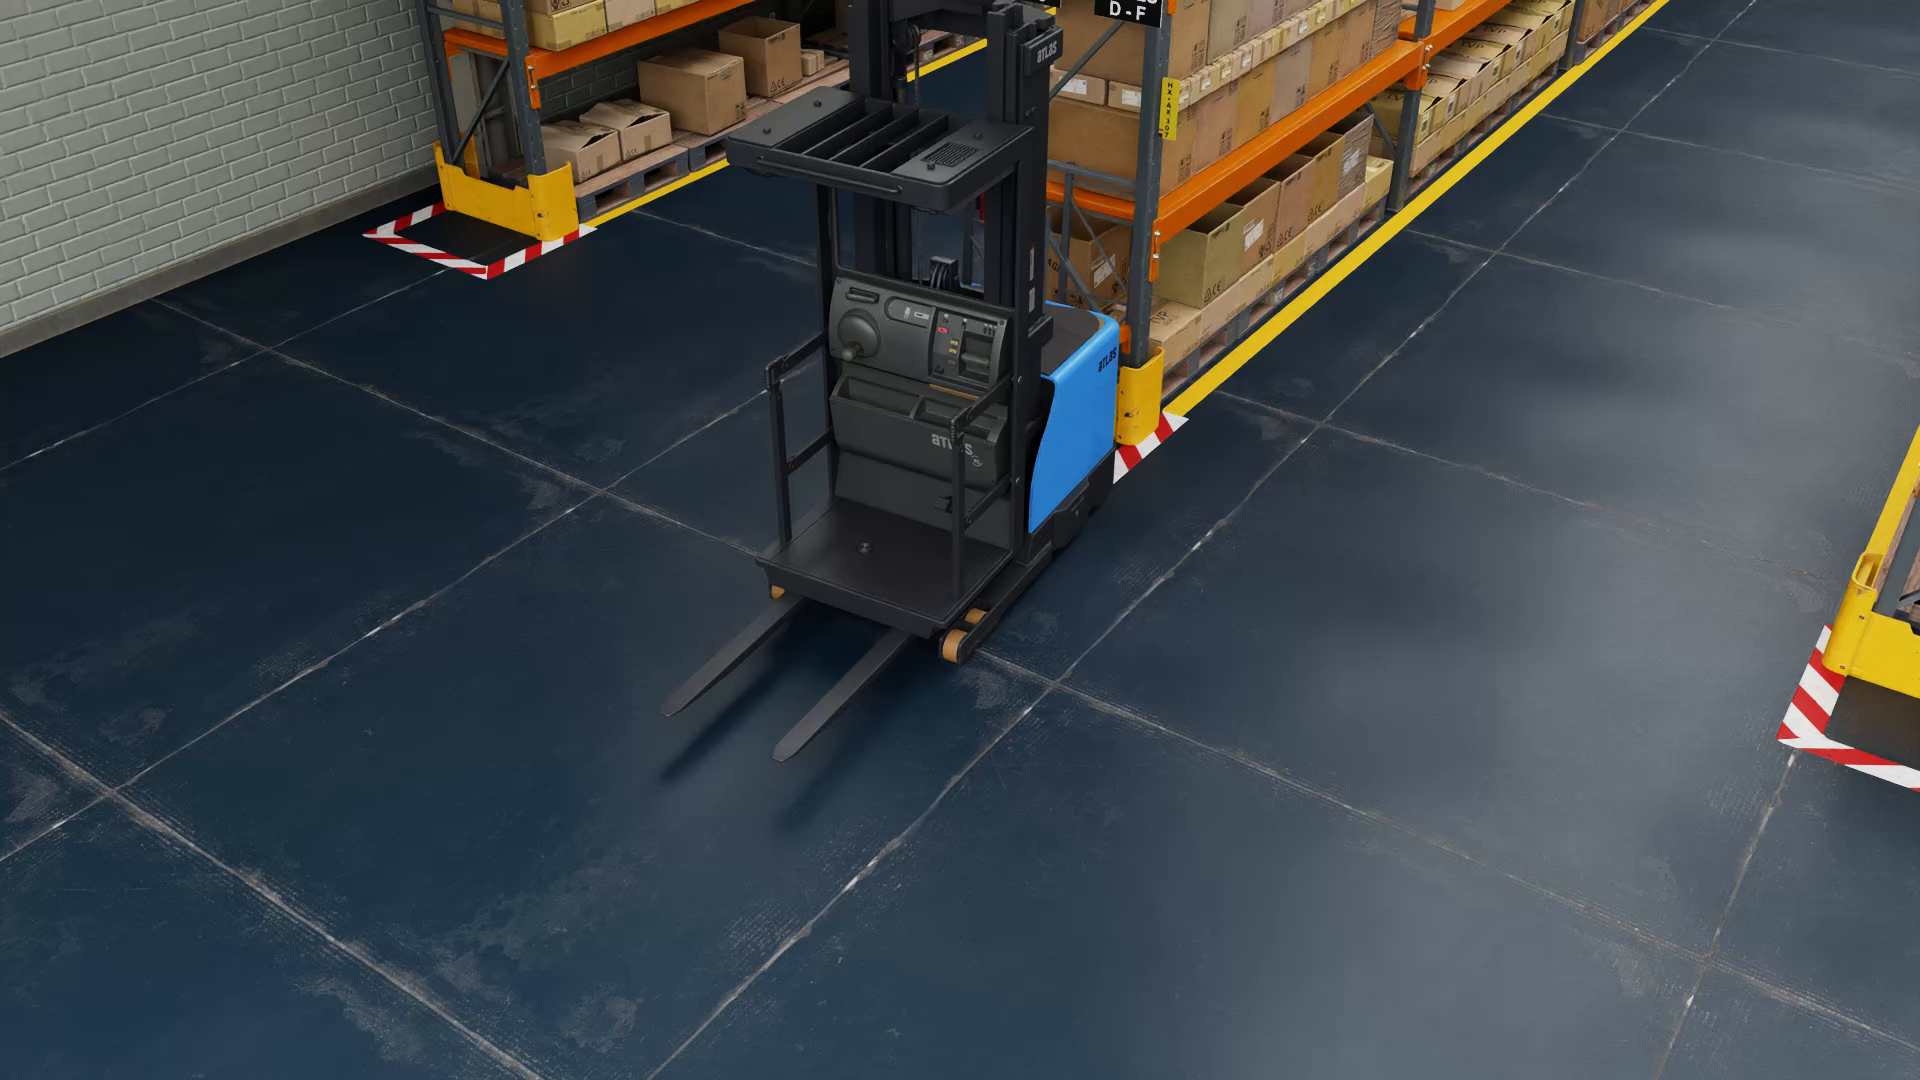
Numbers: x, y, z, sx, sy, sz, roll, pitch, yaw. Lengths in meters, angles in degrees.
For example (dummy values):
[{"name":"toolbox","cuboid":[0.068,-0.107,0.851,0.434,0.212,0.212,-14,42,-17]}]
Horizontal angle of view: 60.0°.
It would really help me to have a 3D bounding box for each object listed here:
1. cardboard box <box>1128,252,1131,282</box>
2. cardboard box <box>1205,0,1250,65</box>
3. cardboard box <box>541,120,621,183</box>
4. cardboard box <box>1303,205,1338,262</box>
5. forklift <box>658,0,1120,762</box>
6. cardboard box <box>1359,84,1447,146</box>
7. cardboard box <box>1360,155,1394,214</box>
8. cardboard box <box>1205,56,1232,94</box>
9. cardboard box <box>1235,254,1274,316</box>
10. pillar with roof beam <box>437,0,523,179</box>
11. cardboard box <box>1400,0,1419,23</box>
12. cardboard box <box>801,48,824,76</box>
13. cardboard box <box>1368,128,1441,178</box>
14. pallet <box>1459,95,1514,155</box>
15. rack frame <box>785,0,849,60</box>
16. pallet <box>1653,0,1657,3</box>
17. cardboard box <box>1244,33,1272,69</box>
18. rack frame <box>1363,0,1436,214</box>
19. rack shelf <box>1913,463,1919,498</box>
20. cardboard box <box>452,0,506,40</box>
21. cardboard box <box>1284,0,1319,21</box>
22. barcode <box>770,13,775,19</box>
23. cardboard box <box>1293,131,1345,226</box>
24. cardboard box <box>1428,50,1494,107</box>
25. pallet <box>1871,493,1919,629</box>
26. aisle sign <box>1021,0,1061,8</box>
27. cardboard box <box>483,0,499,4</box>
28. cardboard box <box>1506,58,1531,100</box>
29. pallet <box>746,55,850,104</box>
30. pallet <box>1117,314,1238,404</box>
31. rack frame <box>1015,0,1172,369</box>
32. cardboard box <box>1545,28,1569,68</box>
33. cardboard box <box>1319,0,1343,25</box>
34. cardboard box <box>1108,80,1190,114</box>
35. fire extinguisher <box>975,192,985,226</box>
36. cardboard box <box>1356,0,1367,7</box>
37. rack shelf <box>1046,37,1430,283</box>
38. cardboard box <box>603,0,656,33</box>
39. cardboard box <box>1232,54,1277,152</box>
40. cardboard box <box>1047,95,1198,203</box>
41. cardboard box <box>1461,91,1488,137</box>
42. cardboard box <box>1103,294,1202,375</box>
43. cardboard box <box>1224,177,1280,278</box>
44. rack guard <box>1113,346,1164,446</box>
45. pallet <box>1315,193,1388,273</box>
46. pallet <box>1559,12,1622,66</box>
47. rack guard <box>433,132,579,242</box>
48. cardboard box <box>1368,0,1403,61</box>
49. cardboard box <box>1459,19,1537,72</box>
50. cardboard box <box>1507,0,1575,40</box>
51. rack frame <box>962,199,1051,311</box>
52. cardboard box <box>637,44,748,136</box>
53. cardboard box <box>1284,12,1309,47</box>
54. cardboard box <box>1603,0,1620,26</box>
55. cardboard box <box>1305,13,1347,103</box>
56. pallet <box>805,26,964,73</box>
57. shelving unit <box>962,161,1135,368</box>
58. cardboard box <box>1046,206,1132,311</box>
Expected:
[{"name":"cardboard box","cuboid":[0.987,-1.668,10.794,0.500,0.250,0.500,21,39,28]},{"name":"cardboard box","cuboid":[1.251,-3.116,9.608,0.700,0.500,0.500,20,39,27]},{"name":"cardboard box","cuboid":[-2.954,-2.997,12.687,0.500,0.311,0.500,17,37,23]},{"name":"cardboard box","cuboid":[2.279,-2.189,11.564,0.500,0.250,0.500,21,39,28]},{"name":"forklift","cuboid":[-0.308,-0.910,7.654,1.130,2.935,3.031,18,38,24]},{"name":"cardboard box","cuboid":[3.370,-3.277,12.672,0.500,0.311,0.500,21,40,28]},{"name":"cardboard box","cuboid":[2.845,-2.651,12.247,0.500,0.250,0.500,21,39,28]},{"name":"cardboard box","cuboid":[1.341,-2.717,9.597,0.380,0.149,0.250,21,40,28]},{"name":"cardboard box","cuboid":[1.705,-1.730,10.886,0.500,0.250,0.500,21,39,28]},{"name":"pillar with roof beam","cuboid":[-0.198,-5.347,8.799,9.100,9.000,0.400,21,39,28]},{"name":"cardboard box","cuboid":[3.175,-4.077,12.411,0.500,0.250,0.500,24,41,31]},{"name":"cardboard box","cuboid":[-1.422,-4.232,14.643,0.380,0.166,0.250,16,37,22]},{"name":"cardboard box","cuboid":[3.363,-3.040,12.823,0.500,0.250,0.500,20,39,27]},{"name":"pallet","cuboid":[4.013,-3.659,14.148,1.003,0.211,1.213,21,39,28]},{"name":"rack frame","cuboid":[-1.142,-5.479,14.351,1.000,3.000,0.127,21,39,28]},{"name":"pallet","cuboid":[7.058,-6.039,17.667,1.003,0.211,1.213,21,39,28]},{"name":"cardboard box","cuboid":[1.637,-2.956,9.950,0.380,0.149,0.250,20,39,27]},{"name":"rack frame","cuboid":[2.930,-3.899,12.013,1.000,3.000,0.127,21,39,28]},{"name":"rack shelf","cuboid":[5.856,-1.097,8.512,1.077,0.370,4.000,21,39,28]},{"name":"cardboard box","cuboid":[-3.315,-3.862,12.075,0.500,0.250,0.500,22,40,29]},{"name":"cardboard box","cuboid":[1.823,-3.579,10.292,0.700,0.500,0.500,21,39,28]},{"name":"barcode","cuboid":[-1.647,-4.587,14.584,0.001,0.075,0.075,21,39,28]},{"name":"cardboard box","cuboid":[2.268,-2.504,11.360,0.500,0.500,0.500,21,39,28]},{"name":"cardboard box","cuboid":[3.954,-3.744,13.363,0.500,0.311,0.500,20,39,27]},{"name":"pallet","cuboid":[5.188,0.259,8.355,1.003,0.211,1.213,21,39,28]},{"name":"aisle sign","cuboid":[0.370,-3.199,8.657,0.394,0.787,0.004,21,39,28]},{"name":"cardboard box","cuboid":[-3.329,-4.180,11.876,0.500,0.500,0.500,21,39,28]},{"name":"cardboard box","cuboid":[4.531,-3.986,14.221,0.500,0.250,0.500,22,40,29]},{"name":"pallet","cuboid":[-1.496,-4.004,14.658,1.003,0.211,1.213,21,39,28]},{"name":"pallet","cuboid":[1.051,-1.268,10.613,1.003,0.211,1.213,21,39,28]},{"name":"rack frame","cuboid":[0.649,-2.058,9.291,1.000,3.000,0.127,21,39,28]},{"name":"cardboard box","cuboid":[5.111,-4.455,14.915,0.500,0.250,0.500,22,40,29]},{"name":"cardboard box","cuboid":[2.225,-3.432,10.654,0.380,0.149,0.250,22,40,29]},{"name":"cardboard box","cuboid":[1.050,-2.480,9.247,0.380,0.149,0.250,21,39,28]},{"name":"fire extinguisher","cuboid":[0.200,-2.120,9.452,0.296,0.674,0.183,21,39,28]},{"name":"cardboard box","cuboid":[2.512,-3.660,10.991,0.380,0.149,0.250,21,39,28]},{"name":"rack shelf","cuboid":[1.789,-2.680,10.854,1.077,0.370,4.000,21,39,28]},{"name":"cardboard box","cuboid":[-2.599,-3.951,12.207,0.500,0.250,0.500,20,39,27]},{"name":"cardboard box","cuboid":[1.509,-2.780,10.270,0.700,0.500,0.500,22,40,28]},{"name":"cardboard box","cuboid":[0.926,-2.310,9.575,0.700,0.500,0.500,21,39,28]},{"name":"cardboard box","cuboid":[3.949,-3.514,13.524,0.500,0.250,0.500,20,39,27]},{"name":"cardboard box","cuboid":[1.137,-1.269,10.204,0.500,0.250,0.500,21,39,28]},{"name":"cardboard box","cuboid":[1.696,-2.044,10.681,0.500,0.500,0.500,21,39,28]},{"name":"rack guard","cuboid":[0.635,-1.012,9.975,1.175,0.500,0.348,21,39,28]},{"name":"pallet","cuboid":[2.442,-2.391,12.273,1.003,0.211,1.213,21,39,28]},{"name":"pallet","cuboid":[5.667,-4.916,16.007,1.003,0.211,1.213,21,39,28]},{"name":"rack guard","cuboid":[-3.379,-2.638,12.380,1.175,0.500,0.348,21,39,28]},{"name":"cardboard box","cuboid":[2.682,-3.734,11.680,0.700,0.500,0.500,20,39,27]},{"name":"cardboard box","cuboid":[4.533,-4.215,14.059,0.500,0.311,0.500,21,39,28]},{"name":"cardboard box","cuboid":[5.114,-4.687,14.758,0.500,0.311,0.500,22,40,29]},{"name":"rack frame","cuboid":[0.216,-1.030,8.833,0.500,1.500,0.032,19,31,29]},{"name":"cardboard box","cuboid":[-2.170,-3.659,13.497,0.700,0.500,0.500,19,38,25]},{"name":"cardboard box","cuboid":[1.927,-3.187,10.292,0.380,0.149,0.250,22,40,29]},{"name":"cardboard box","cuboid":[5.999,-5.247,15.846,0.500,0.500,0.500,20,39,27]},{"name":"cardboard box","cuboid":[2.097,-3.260,10.979,0.700,0.500,0.500,22,40,29]},{"name":"pallet","cuboid":[-0.699,-4.683,15.662,1.003,0.211,1.213,21,39,28]},{"name":"shelving unit","cuboid":[0.506,-1.216,9.219,0.587,1.500,1.083,19,31,29]},{"name":"cardboard box","cuboid":[0.710,-1.745,10.239,0.500,0.500,0.500,21,39,28]}]
